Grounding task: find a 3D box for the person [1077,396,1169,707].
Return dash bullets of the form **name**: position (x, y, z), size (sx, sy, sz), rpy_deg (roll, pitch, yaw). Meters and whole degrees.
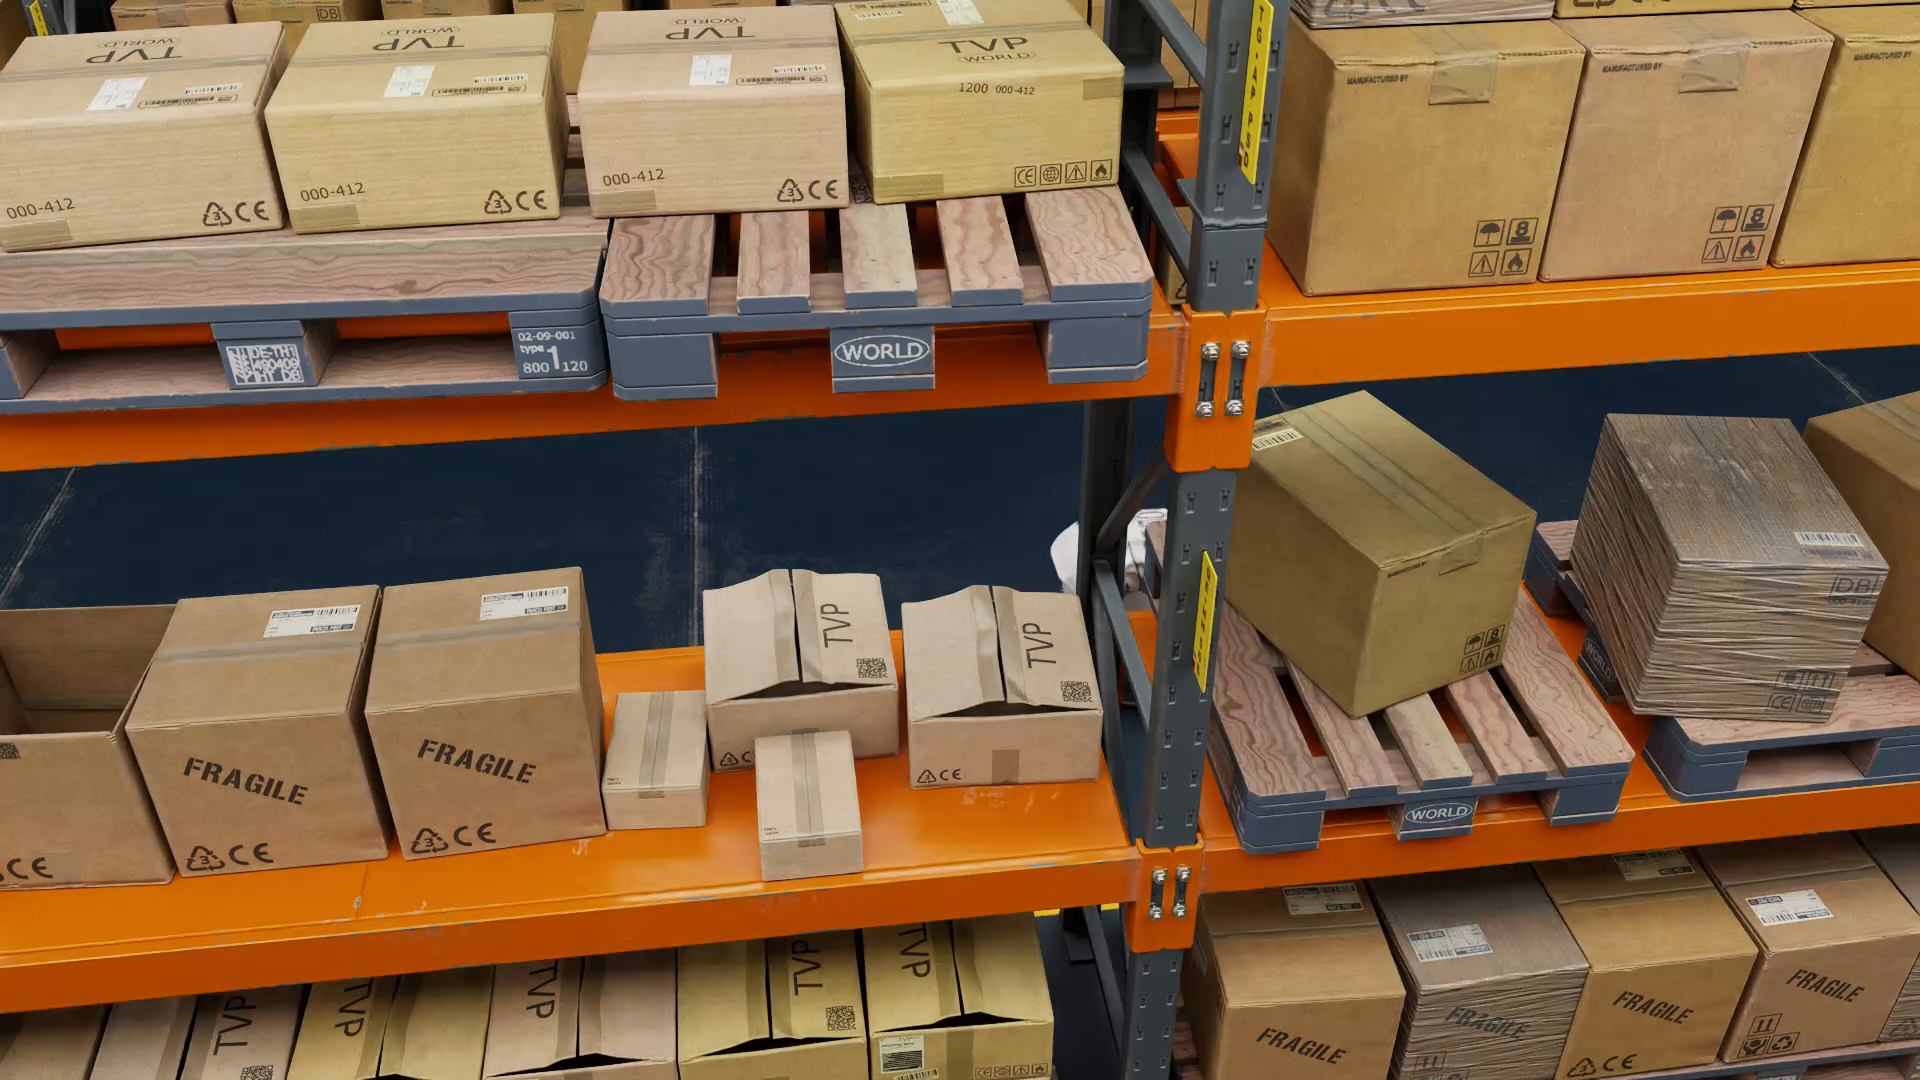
- **person**: position (0.701, -0.126, 6.305), size (0.520, 1.690, 0.449), rpy_deg (-4, 35, -6)
